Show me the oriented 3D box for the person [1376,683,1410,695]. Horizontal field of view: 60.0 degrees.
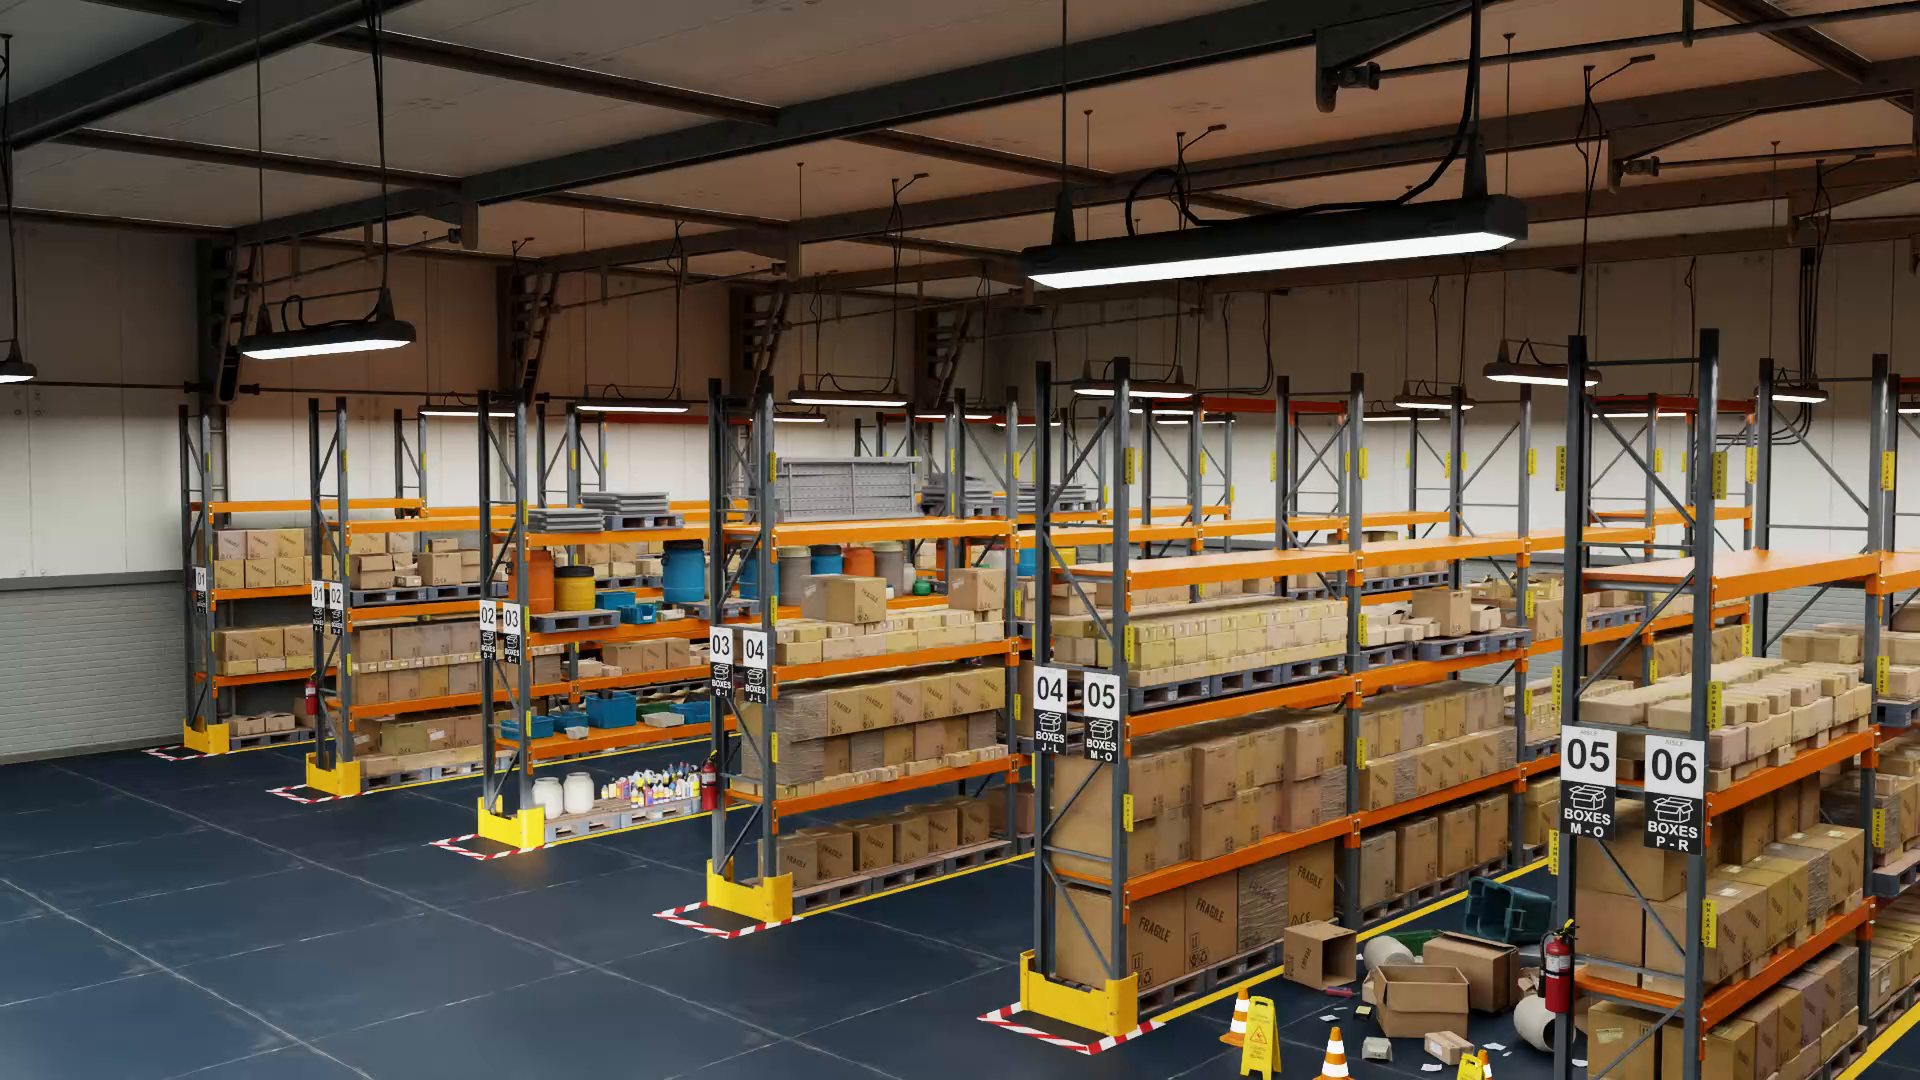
[{"bbox_3d":[7.001,2.939,26.457,0.730,1.738,1.029,3,4,40],"label":"person"}]
